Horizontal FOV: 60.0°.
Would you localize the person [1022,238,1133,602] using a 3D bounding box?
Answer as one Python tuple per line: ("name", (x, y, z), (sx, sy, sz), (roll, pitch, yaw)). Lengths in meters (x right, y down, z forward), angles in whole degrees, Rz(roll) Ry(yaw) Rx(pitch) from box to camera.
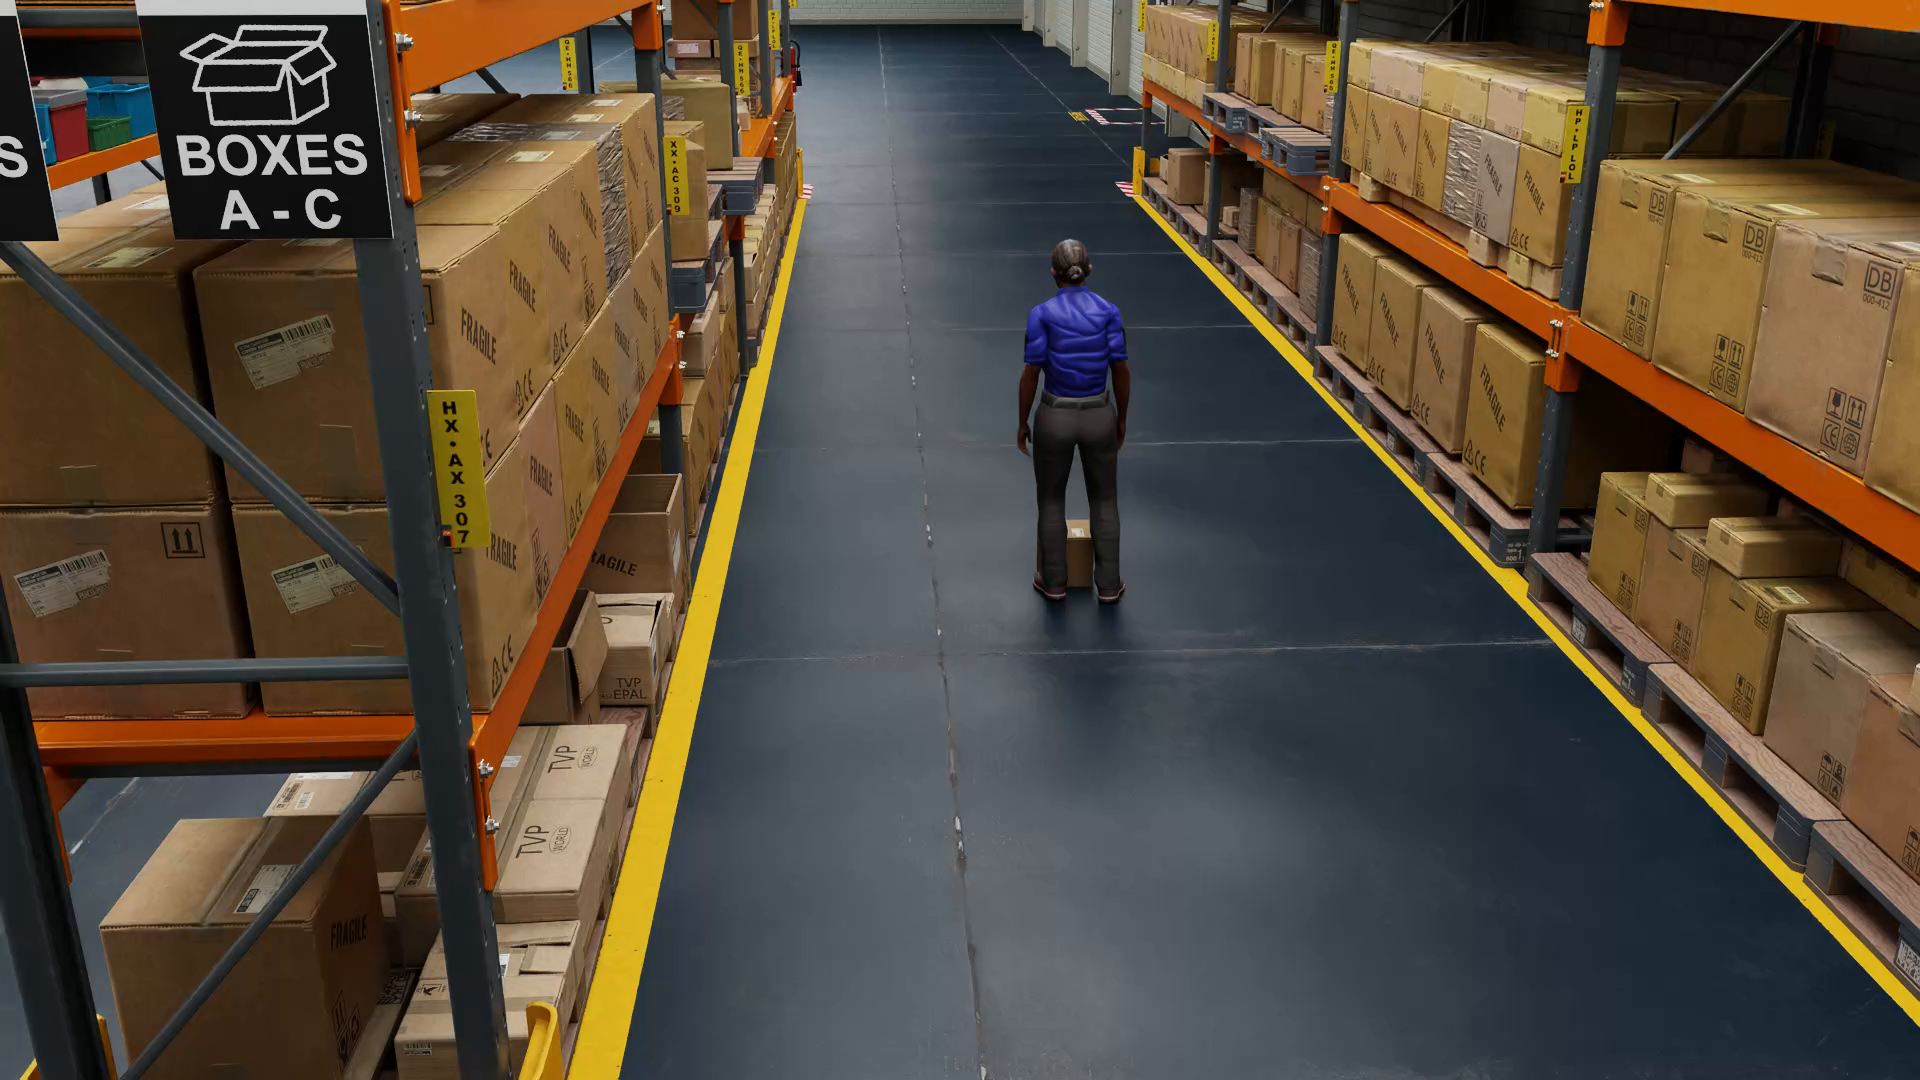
("person", (0.526, -0.522, 7.478), (0.507, 1.655, 0.390), (-1, 21, -3))
